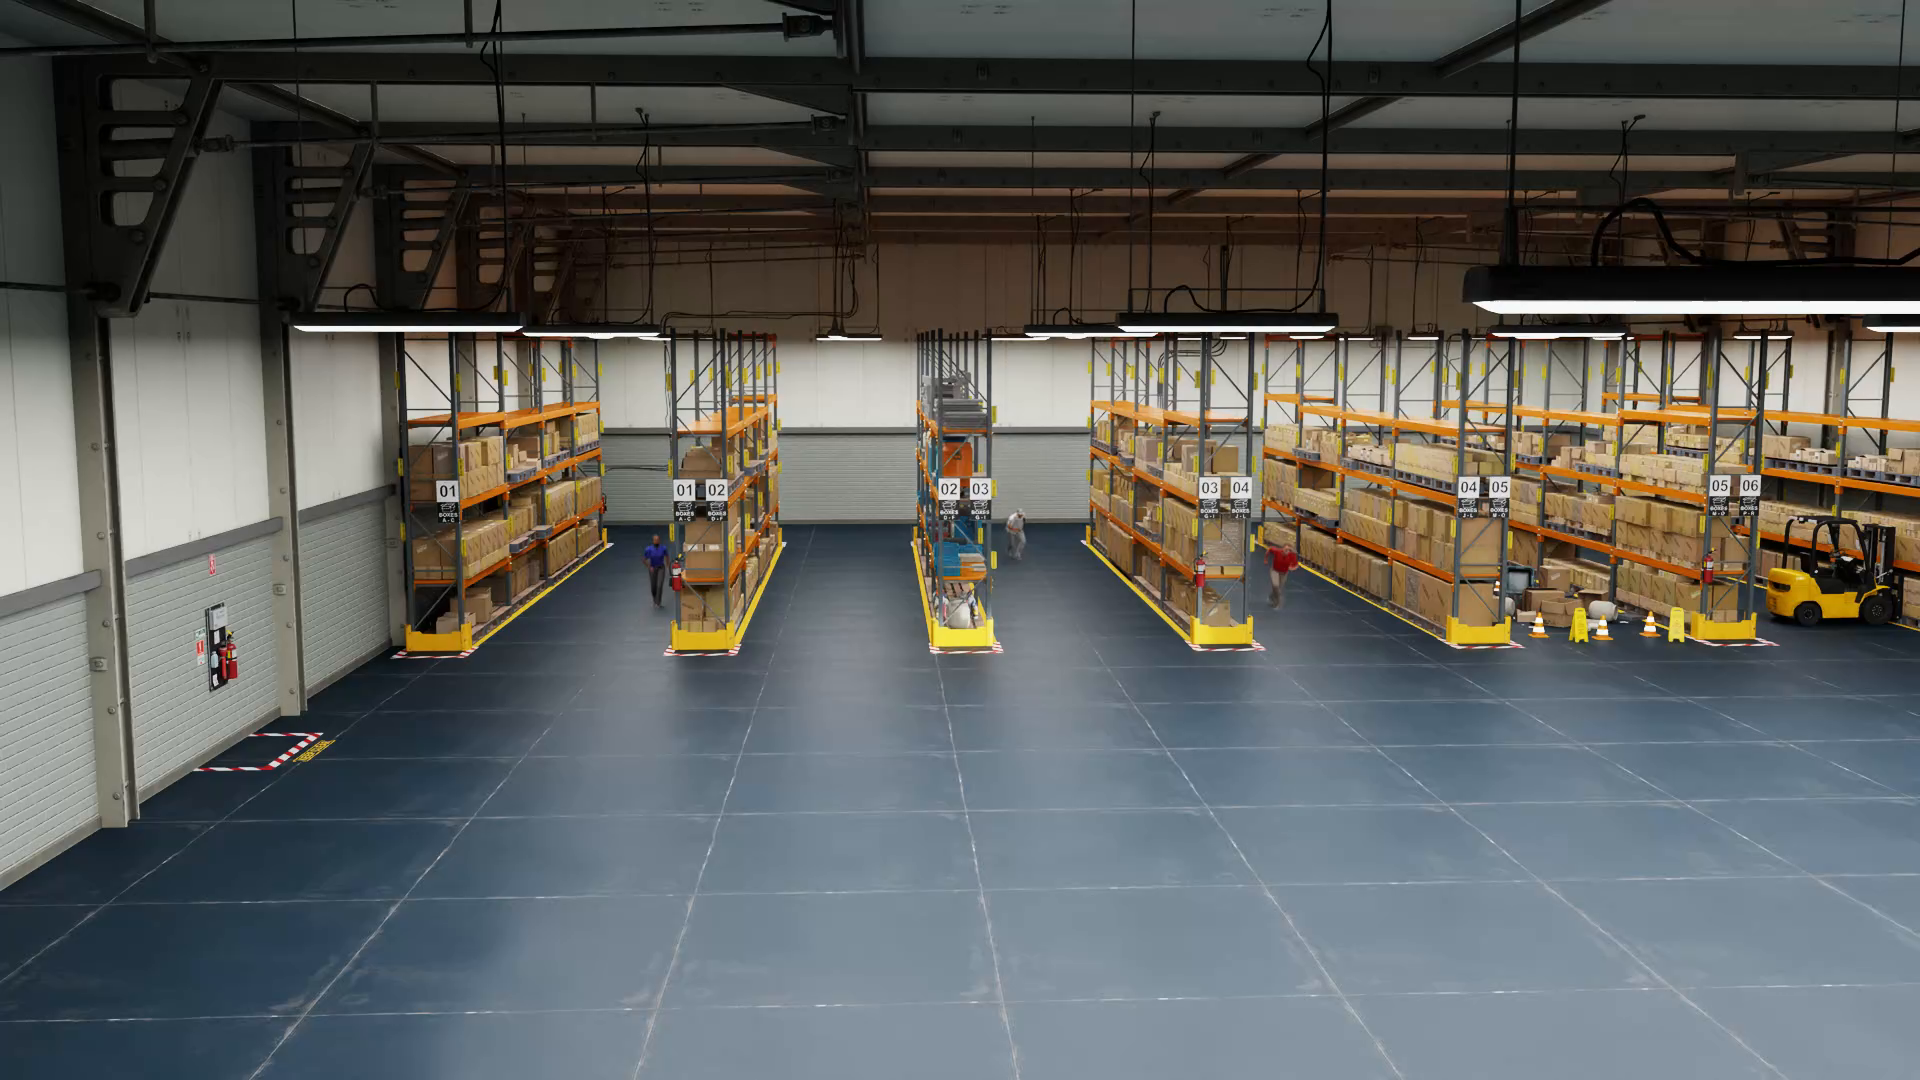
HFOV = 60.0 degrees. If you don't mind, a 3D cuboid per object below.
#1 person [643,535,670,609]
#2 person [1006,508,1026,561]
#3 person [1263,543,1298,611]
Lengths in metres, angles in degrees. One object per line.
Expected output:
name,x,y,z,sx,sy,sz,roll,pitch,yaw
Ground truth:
person,-6.620,0.665,36.285,0.574,1.608,0.731,-1,7,-12
person,1.438,-0.172,44.216,0.594,1.461,1.171,-3,7,-24
person,6.929,0.768,35.987,0.652,1.517,1.167,0,7,-3
